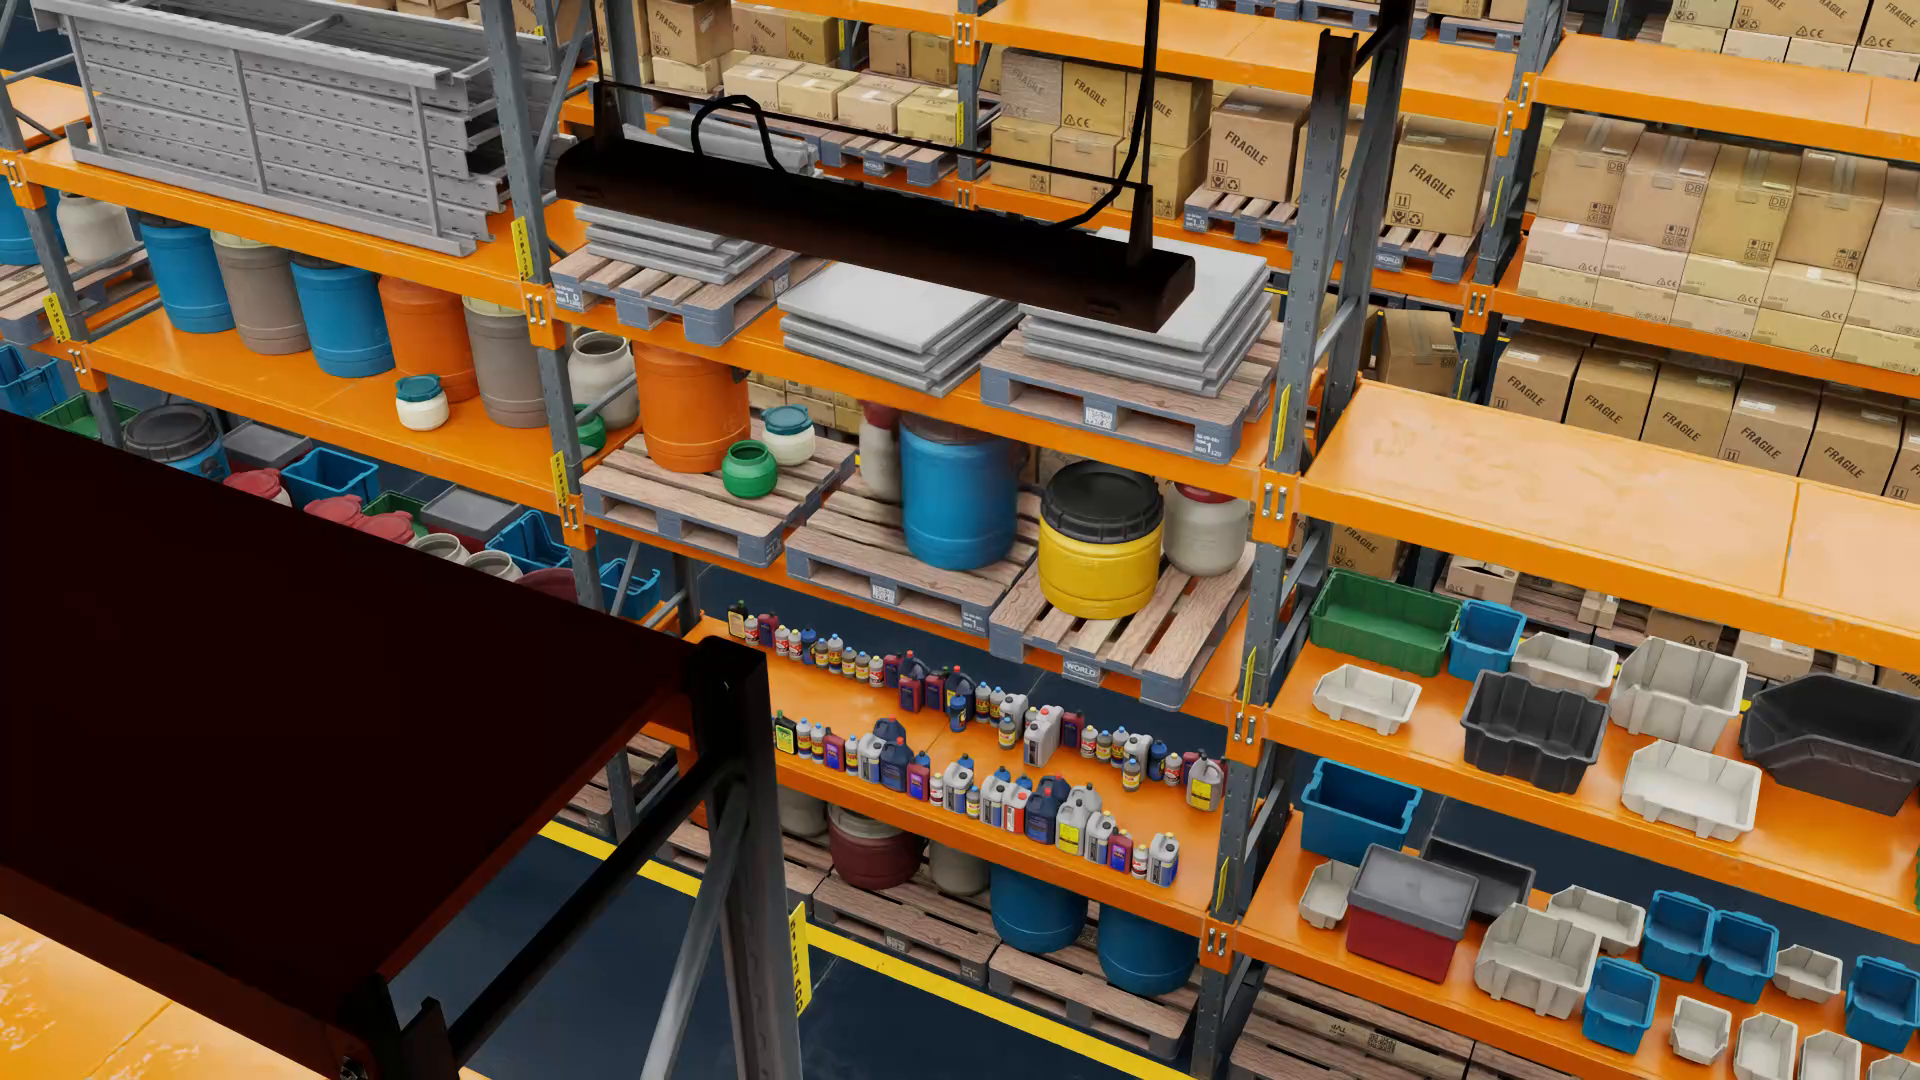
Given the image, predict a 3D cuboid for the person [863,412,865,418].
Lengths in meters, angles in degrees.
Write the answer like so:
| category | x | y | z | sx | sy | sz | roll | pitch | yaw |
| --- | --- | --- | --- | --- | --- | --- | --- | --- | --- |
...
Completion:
| category | x | y | z | sx | sy | sz | roll | pitch | yaw |
| --- | --- | --- | --- | --- | --- | --- | --- | --- | --- |
| person | -0.665 | -0.401 | 13.062 | 0.986 | 1.541 | 0.442 | 3 | 35 | 4 |
